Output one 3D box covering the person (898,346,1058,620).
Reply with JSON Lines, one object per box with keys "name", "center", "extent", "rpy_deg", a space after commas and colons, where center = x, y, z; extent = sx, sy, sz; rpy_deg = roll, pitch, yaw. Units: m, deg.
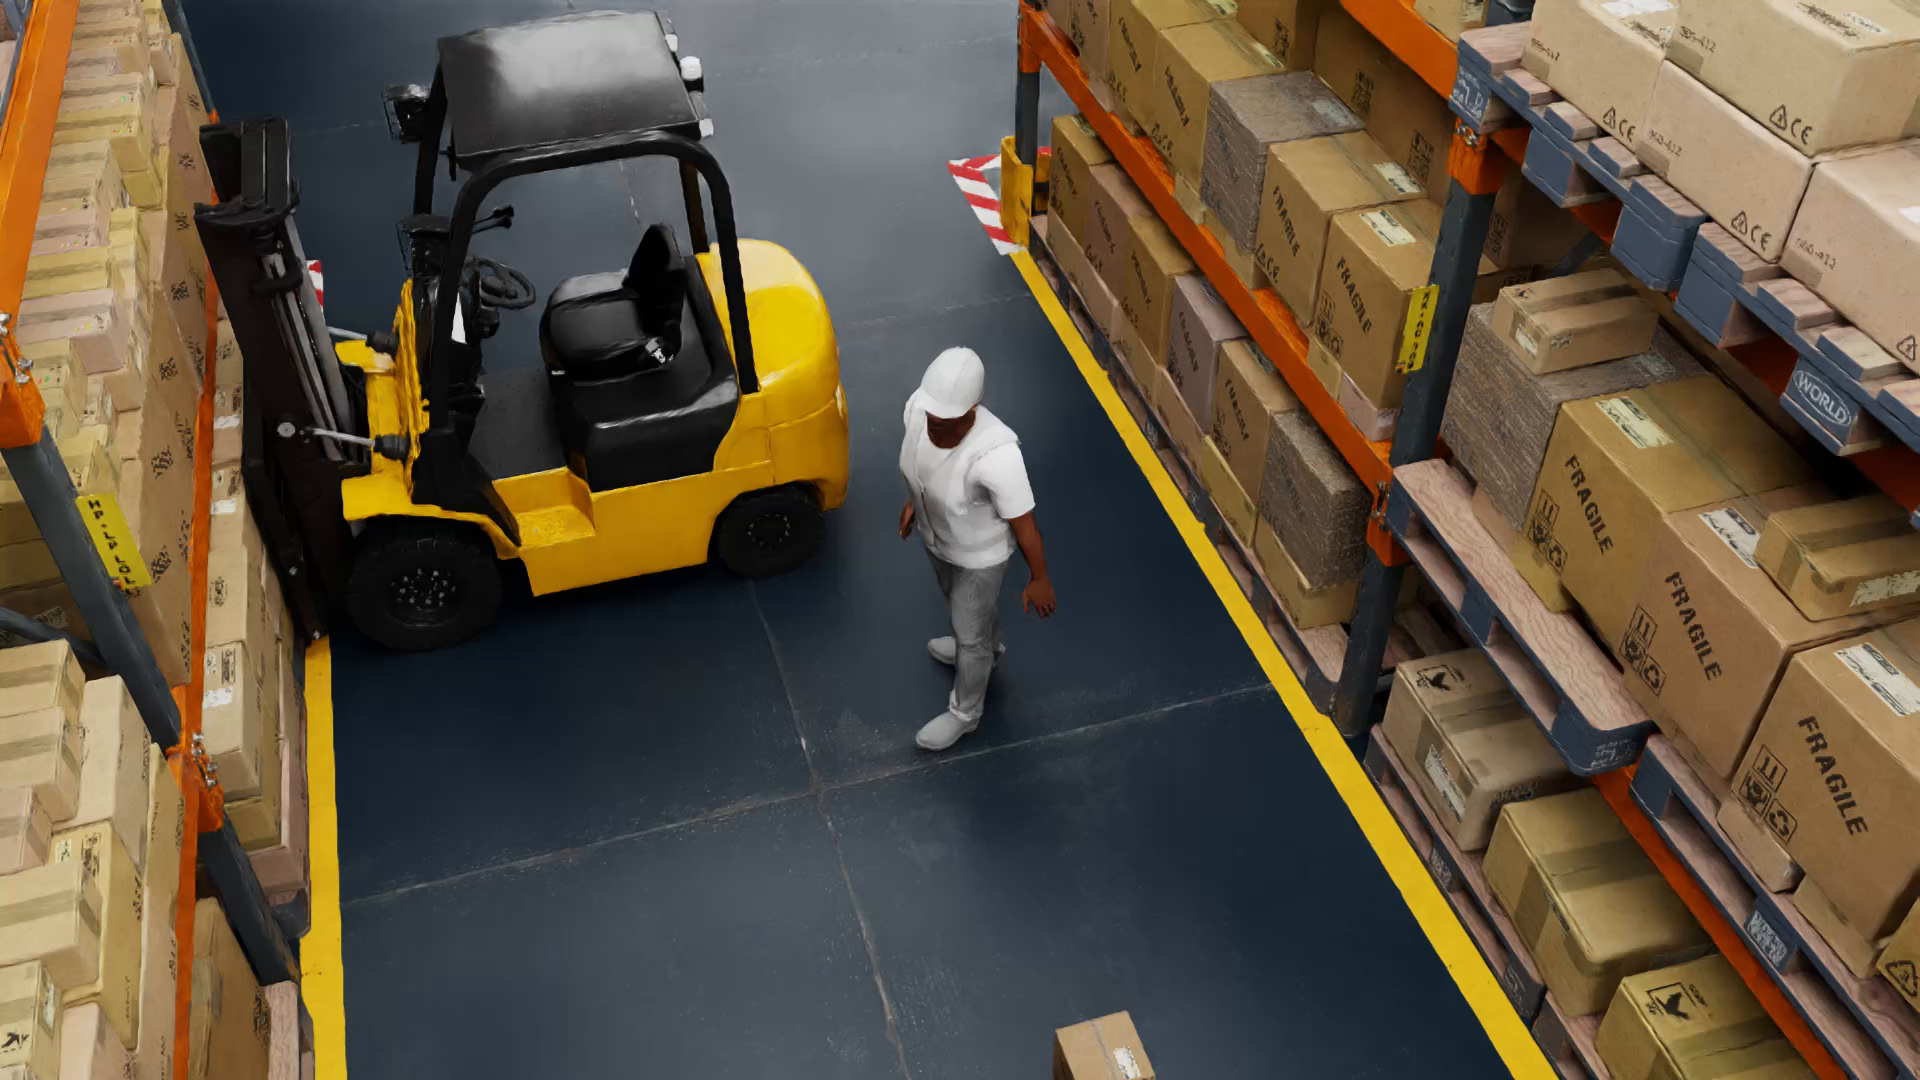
{"name": "person", "center": [0.022, -0.237, 5.849], "extent": [0.414, 1.047, 0.732], "rpy_deg": [-29, 49, -28]}
